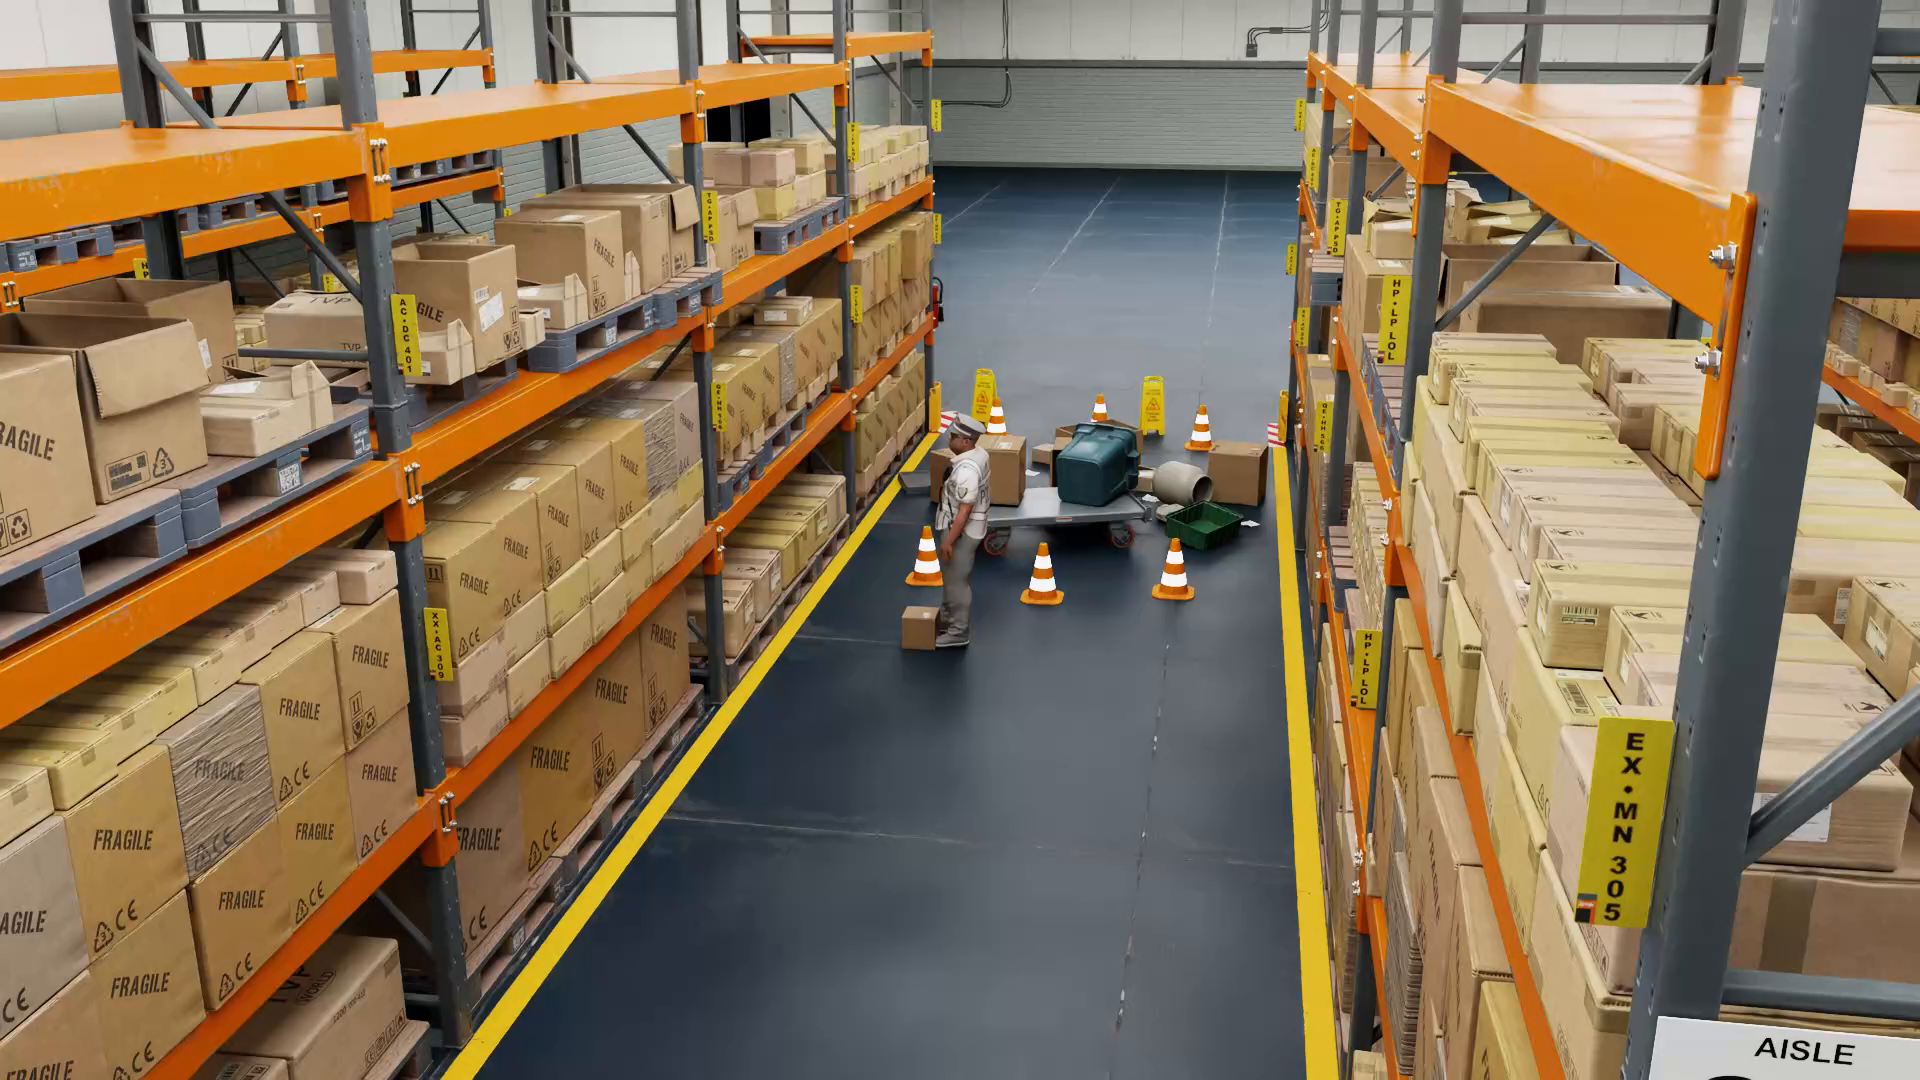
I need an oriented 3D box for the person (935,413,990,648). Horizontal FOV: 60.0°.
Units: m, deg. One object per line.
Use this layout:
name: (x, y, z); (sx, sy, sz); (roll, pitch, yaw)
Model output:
person: (-0.074, -0.077, 12.203); (0.575, 1.781, 0.640); (3, 18, 9)
